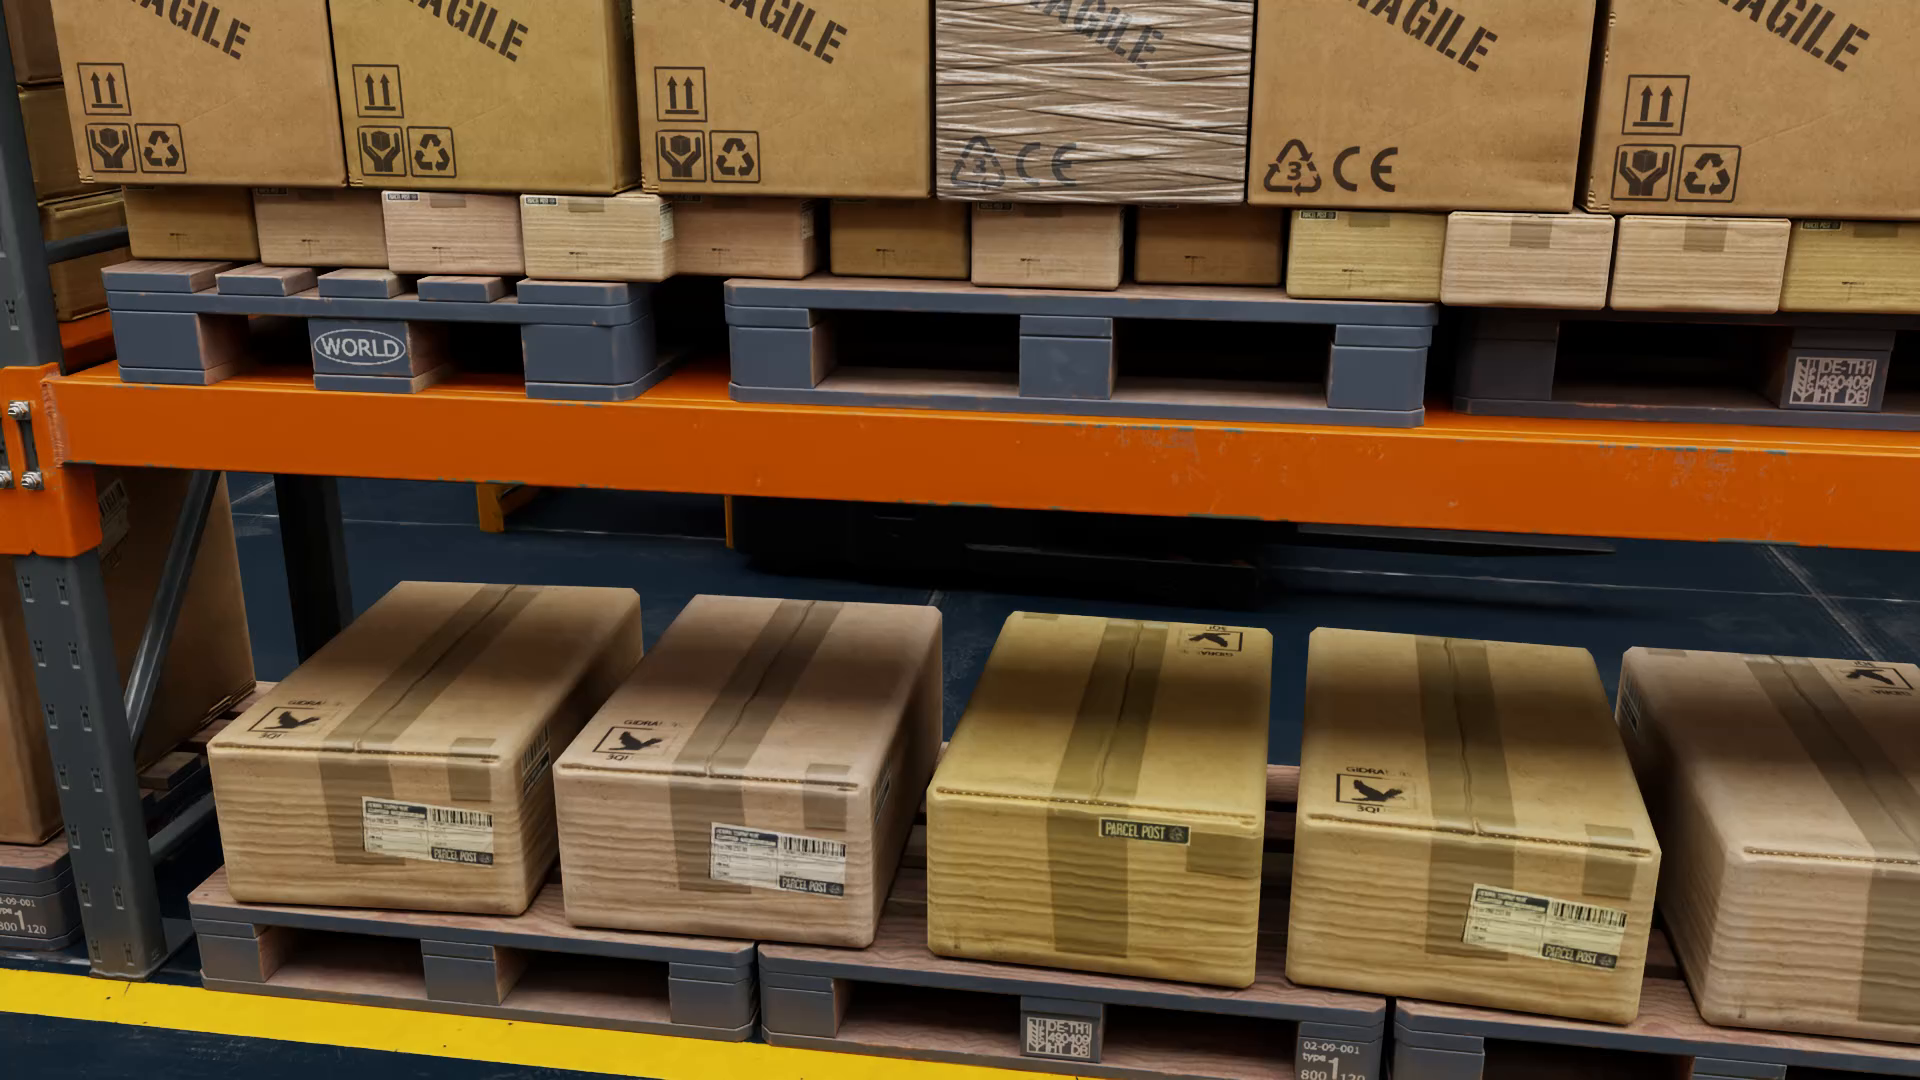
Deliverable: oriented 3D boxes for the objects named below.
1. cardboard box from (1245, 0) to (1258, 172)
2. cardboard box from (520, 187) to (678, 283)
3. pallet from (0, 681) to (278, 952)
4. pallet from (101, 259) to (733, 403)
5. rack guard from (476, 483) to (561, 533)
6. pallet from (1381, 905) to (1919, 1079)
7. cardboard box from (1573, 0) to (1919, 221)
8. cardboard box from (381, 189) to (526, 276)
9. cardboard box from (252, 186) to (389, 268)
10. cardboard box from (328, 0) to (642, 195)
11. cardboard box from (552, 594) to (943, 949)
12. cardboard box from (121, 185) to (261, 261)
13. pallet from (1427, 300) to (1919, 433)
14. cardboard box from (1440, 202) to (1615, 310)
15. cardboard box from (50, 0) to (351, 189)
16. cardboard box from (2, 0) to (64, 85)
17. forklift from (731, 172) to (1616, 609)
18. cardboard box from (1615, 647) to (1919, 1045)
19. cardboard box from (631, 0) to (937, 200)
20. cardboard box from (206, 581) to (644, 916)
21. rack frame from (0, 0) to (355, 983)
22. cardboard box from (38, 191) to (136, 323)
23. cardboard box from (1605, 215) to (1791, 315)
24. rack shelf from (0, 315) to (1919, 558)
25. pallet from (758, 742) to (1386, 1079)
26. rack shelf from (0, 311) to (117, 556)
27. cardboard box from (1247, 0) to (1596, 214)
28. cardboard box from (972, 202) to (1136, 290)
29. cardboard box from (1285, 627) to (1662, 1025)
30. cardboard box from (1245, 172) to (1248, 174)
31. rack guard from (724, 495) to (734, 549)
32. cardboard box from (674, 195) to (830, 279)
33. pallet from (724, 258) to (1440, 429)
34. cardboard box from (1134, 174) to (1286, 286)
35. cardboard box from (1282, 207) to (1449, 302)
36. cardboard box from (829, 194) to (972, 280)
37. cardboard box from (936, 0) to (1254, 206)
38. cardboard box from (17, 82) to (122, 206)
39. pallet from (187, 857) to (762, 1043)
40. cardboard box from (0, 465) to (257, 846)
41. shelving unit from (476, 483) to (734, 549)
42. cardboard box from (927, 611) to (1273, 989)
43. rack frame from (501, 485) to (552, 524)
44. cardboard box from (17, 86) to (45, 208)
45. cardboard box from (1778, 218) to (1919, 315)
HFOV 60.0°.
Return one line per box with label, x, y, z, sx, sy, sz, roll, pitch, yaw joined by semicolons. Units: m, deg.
cardboard box;0.340;-1.023;3.346;0.500;0.500;0.500;2;19;6
cardboard box;-0.606;-0.579;3.040;0.250;0.149;0.380;3;19;9
pallet;-2.469;0.612;4.140;1.213;0.211;1.003;3;19;9
pallet;-0.982;-0.553;3.532;1.003;0.211;1.213;3;19;9
rack guard;-1.753;-0.239;6.623;0.087;0.250;0.587;4;19;11
pallet;1.478;0.838;3.465;1.213;0.211;1.003;3;19;9
cardboard box;1.265;-0.809;2.705;0.500;0.500;0.500;3;19;9
cardboard box;-0.874;-0.599;3.101;0.250;0.149;0.380;2;19;5
cardboard box;-1.137;-0.627;3.185;0.250;0.149;0.380;2;19;5
cardboard box;-0.779;-0.915;3.023;0.500;0.500;0.500;4;19;11
cardboard box;-0.416;0.466;3.661;0.625;0.372;0.950;3;19;8
cardboard box;-1.411;-0.652;3.259;0.250;0.149;0.380;2;19;5
pallet;1.516;-0.439;3.189;1.213;0.211;1.003;3;19;9
cardboard box;0.925;-0.497;2.796;0.250;0.149;0.380;3;19;9
cardboard box;-1.295;-0.939;3.095;0.500;0.500;0.500;2;19;7
cardboard box;-2.150;-1.270;3.637;0.500;0.500;0.500;2;19;7
forklift;0.751;-1.341;5.692;3.031;2.935;1.130;4;19;11
cardboard box;1.729;0.576;3.334;0.625;0.372;0.950;3;19;9
cardboard box;-0.254;-0.891;2.949;0.500;0.500;0.500;3;19;10
cardboard box;-1.146;0.432;3.765;0.625;0.372;0.950;2;19;5
rack frame;-1.702;-0.647;3.509;0.127;3.000;1.000;3;19;9
cardboard box;-2.145;-0.679;3.842;0.500;0.250;0.500;3;19;8
cardboard box;1.178;-0.485;2.761;0.250;0.149;0.380;3;19;8
rack shelf;0.272;-0.205;3.322;4.000;0.370;1.077;3;19;9
pallet;0.270;0.778;3.647;1.213;0.211;1.003;3;19;9
rack shelf;-3.677;-0.406;3.924;4.000;0.370;1.077;3;19;9
cardboard box;0.756;-0.837;2.789;0.500;0.500;0.500;4;19;11
cardboard box;0.177;-0.556;2.971;0.250;0.149;0.380;4;19;10
cardboard box;1.019;0.541;3.439;0.625;0.372;0.950;4;19;12
cardboard box;0.469;-0.727;3.481;0.250;0.149;0.380;4;19;11
rack guard;-0.778;-0.175;6.433;0.087;0.250;0.587;4;19;11
cardboard box;-0.355;-0.591;3.077;0.250;0.149;0.380;4;19;12
pallet;0.259;-0.469;3.280;1.213;0.211;1.003;3;19;9
cardboard box;0.447;-0.566;3.002;0.250;0.149;0.380;2;19;7
cardboard box;0.690;-0.521;2.866;0.250;0.149;0.380;3;19;9
cardboard box;-0.070;-0.589;3.071;0.250;0.149;0.380;4;19;11
cardboard box;0.239;-0.863;2.867;0.500;0.500;0.500;2;19;7
cardboard box;-2.163;-0.916;3.761;0.500;0.250;0.500;3;19;8
pallet;-0.931;0.715;3.832;1.213;0.211;1.003;3;19;9
cardboard box;-2.371;0.101;3.961;0.875;0.875;0.875;3;19;8
shelving unit;-1.266;-0.800;6.329;1.083;1.500;0.587;4;19;11
cardboard box;0.332;0.506;3.542;0.625;0.372;0.950;4;19;10
rack frame;-1.755;-0.832;6.425;0.032;1.500;0.500;4;19;11
cardboard box;-2.221;-0.758;3.288;0.500;0.250;0.500;3;19;8
cardboard box;1.438;-0.484;2.756;0.250;0.149;0.380;2;19;7
